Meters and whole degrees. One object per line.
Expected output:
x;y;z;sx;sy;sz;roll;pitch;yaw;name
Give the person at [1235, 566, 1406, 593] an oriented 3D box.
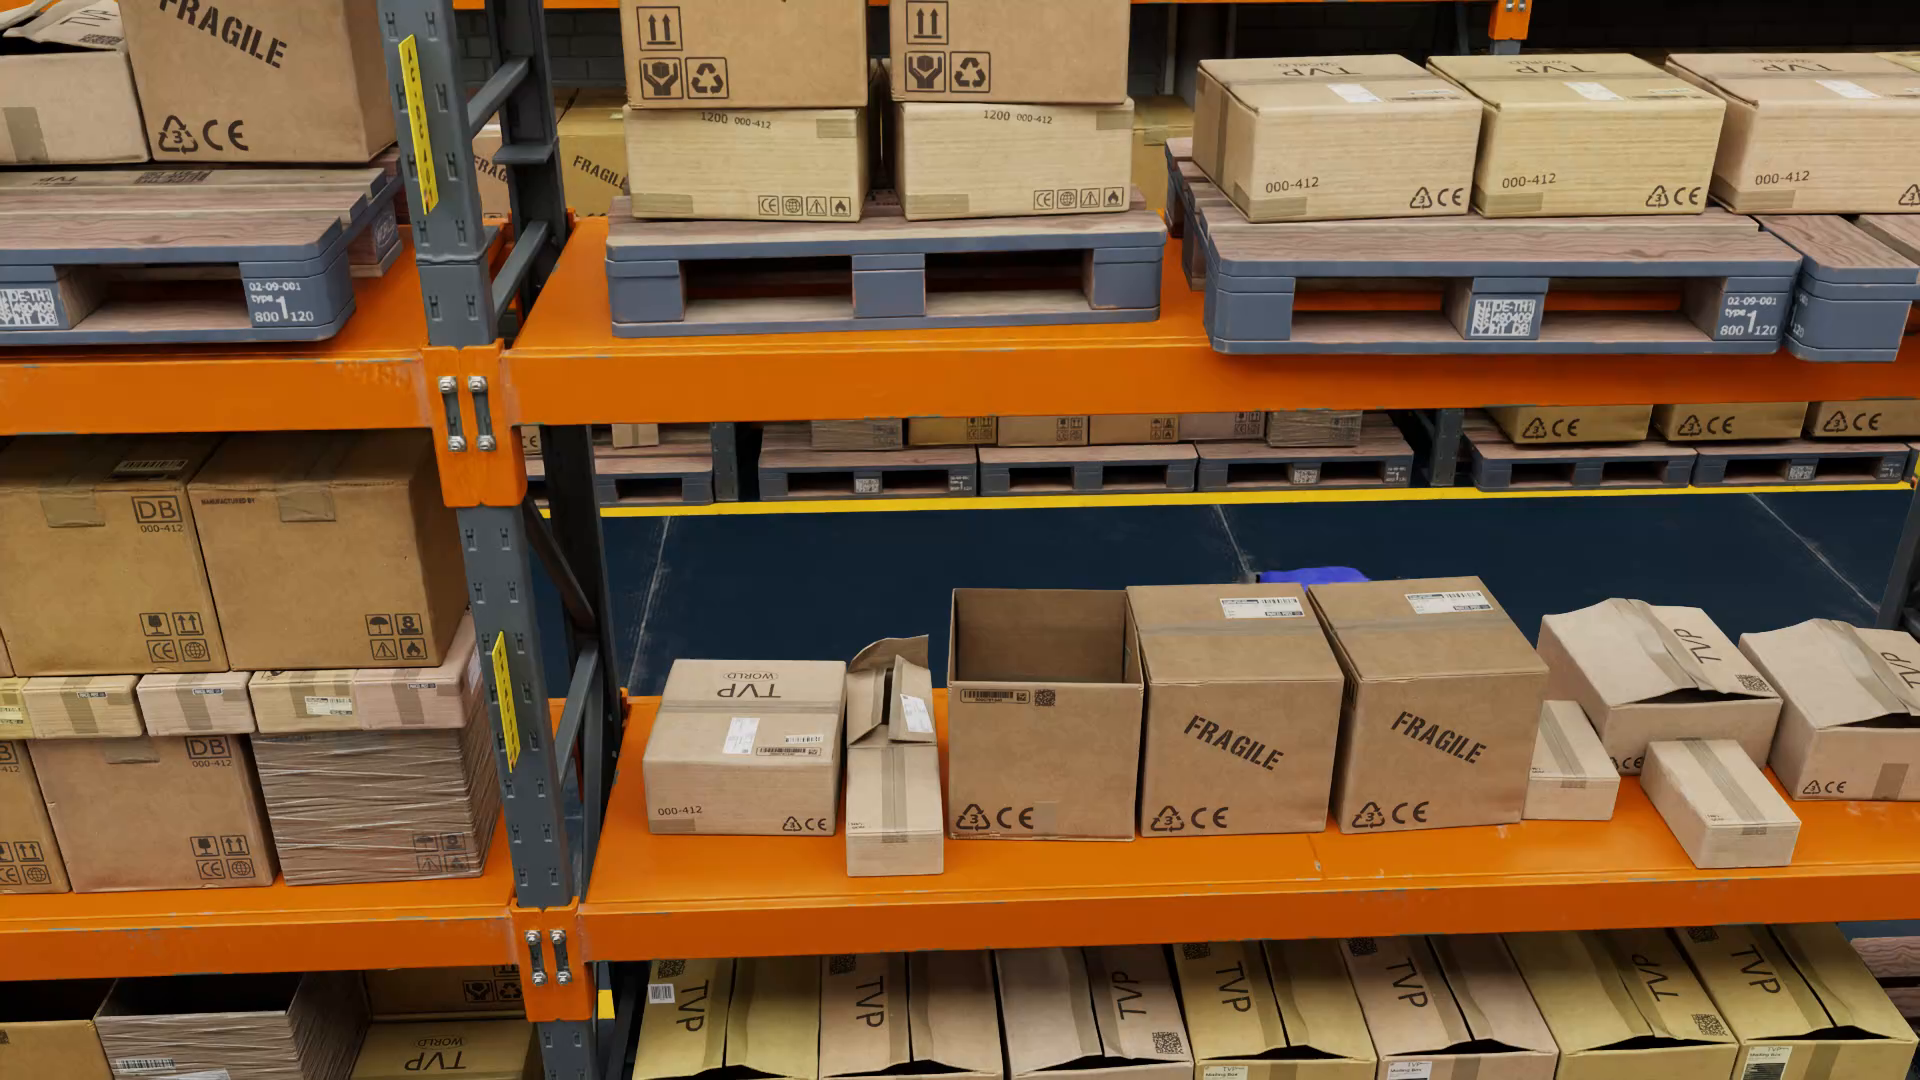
1.464;0.560;6.703;0.876;0.947;0.433;-3;28;-5;person
